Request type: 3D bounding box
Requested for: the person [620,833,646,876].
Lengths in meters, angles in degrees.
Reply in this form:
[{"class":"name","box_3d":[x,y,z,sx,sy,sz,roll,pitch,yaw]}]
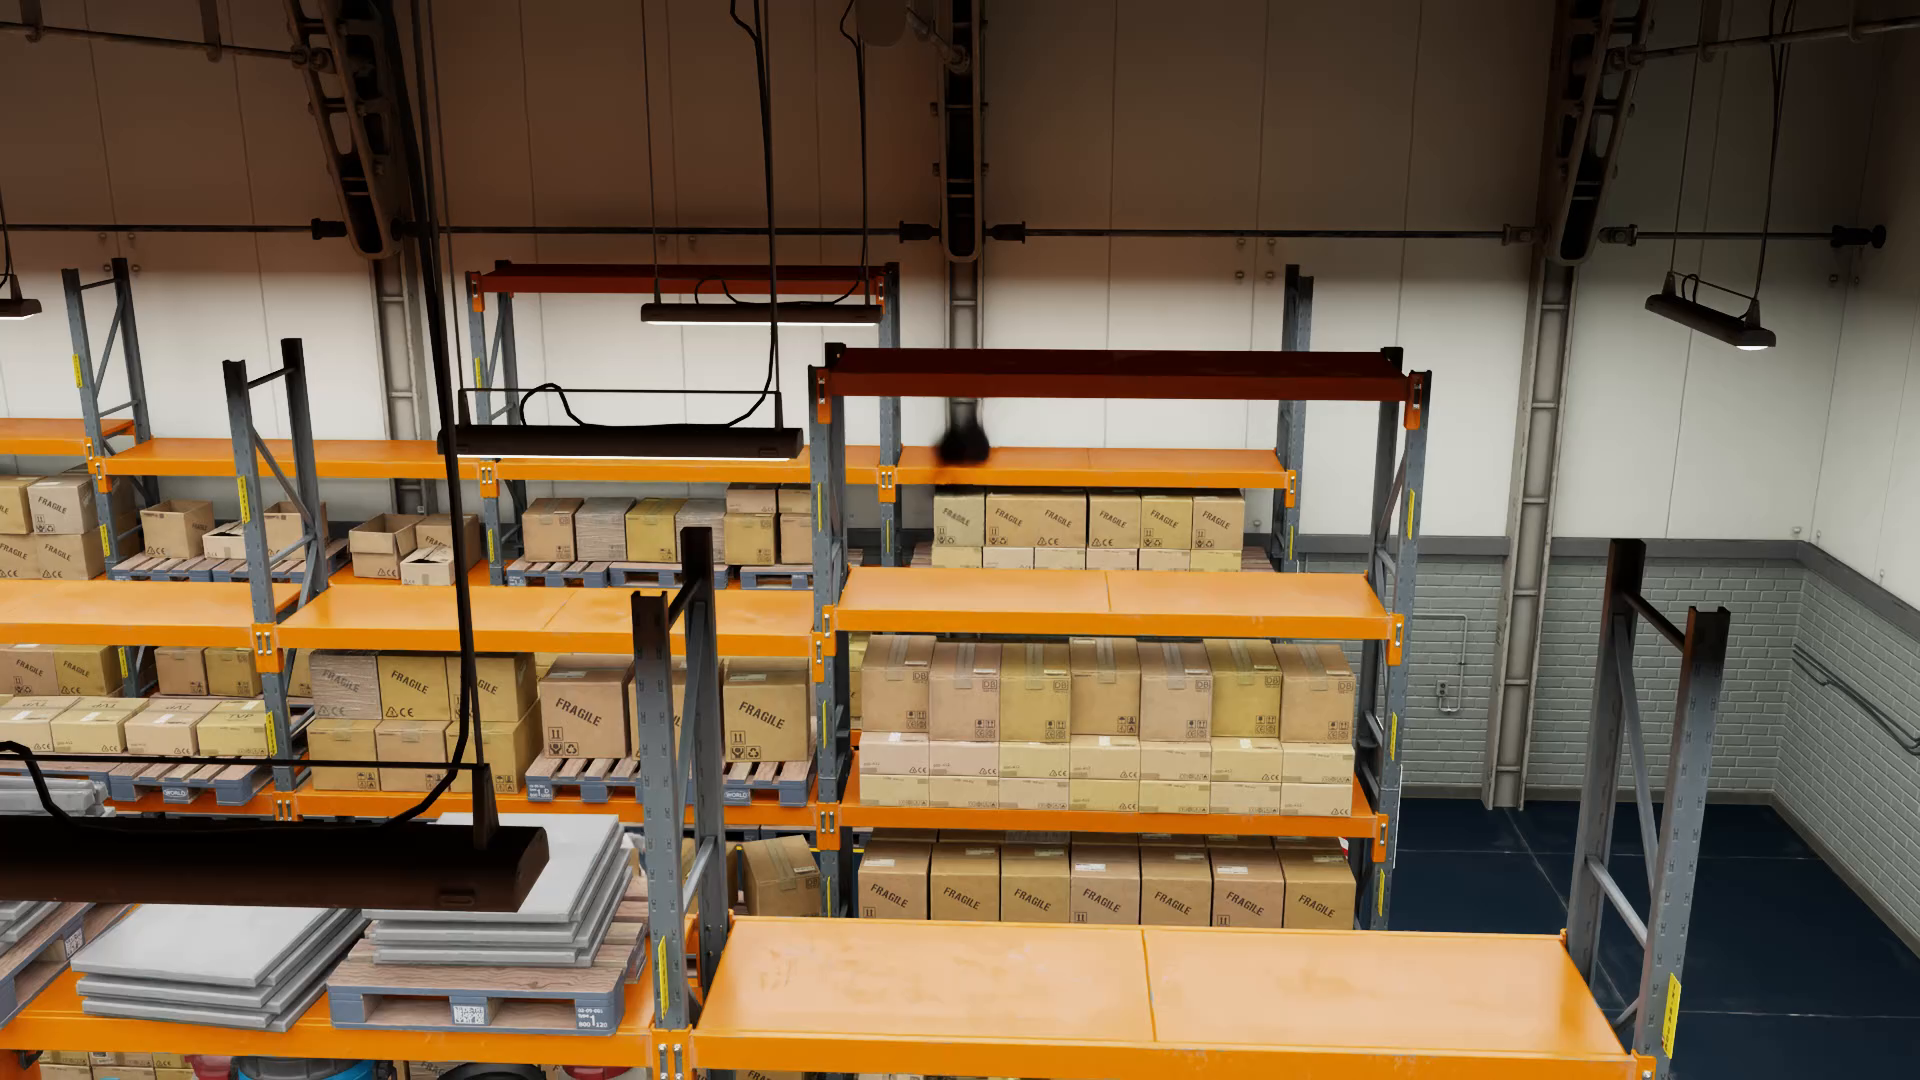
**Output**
[{"class":"person","box_3d":[-2.827,3.197,14.615,1.098,1.612,0.686,5,17,16]}]
